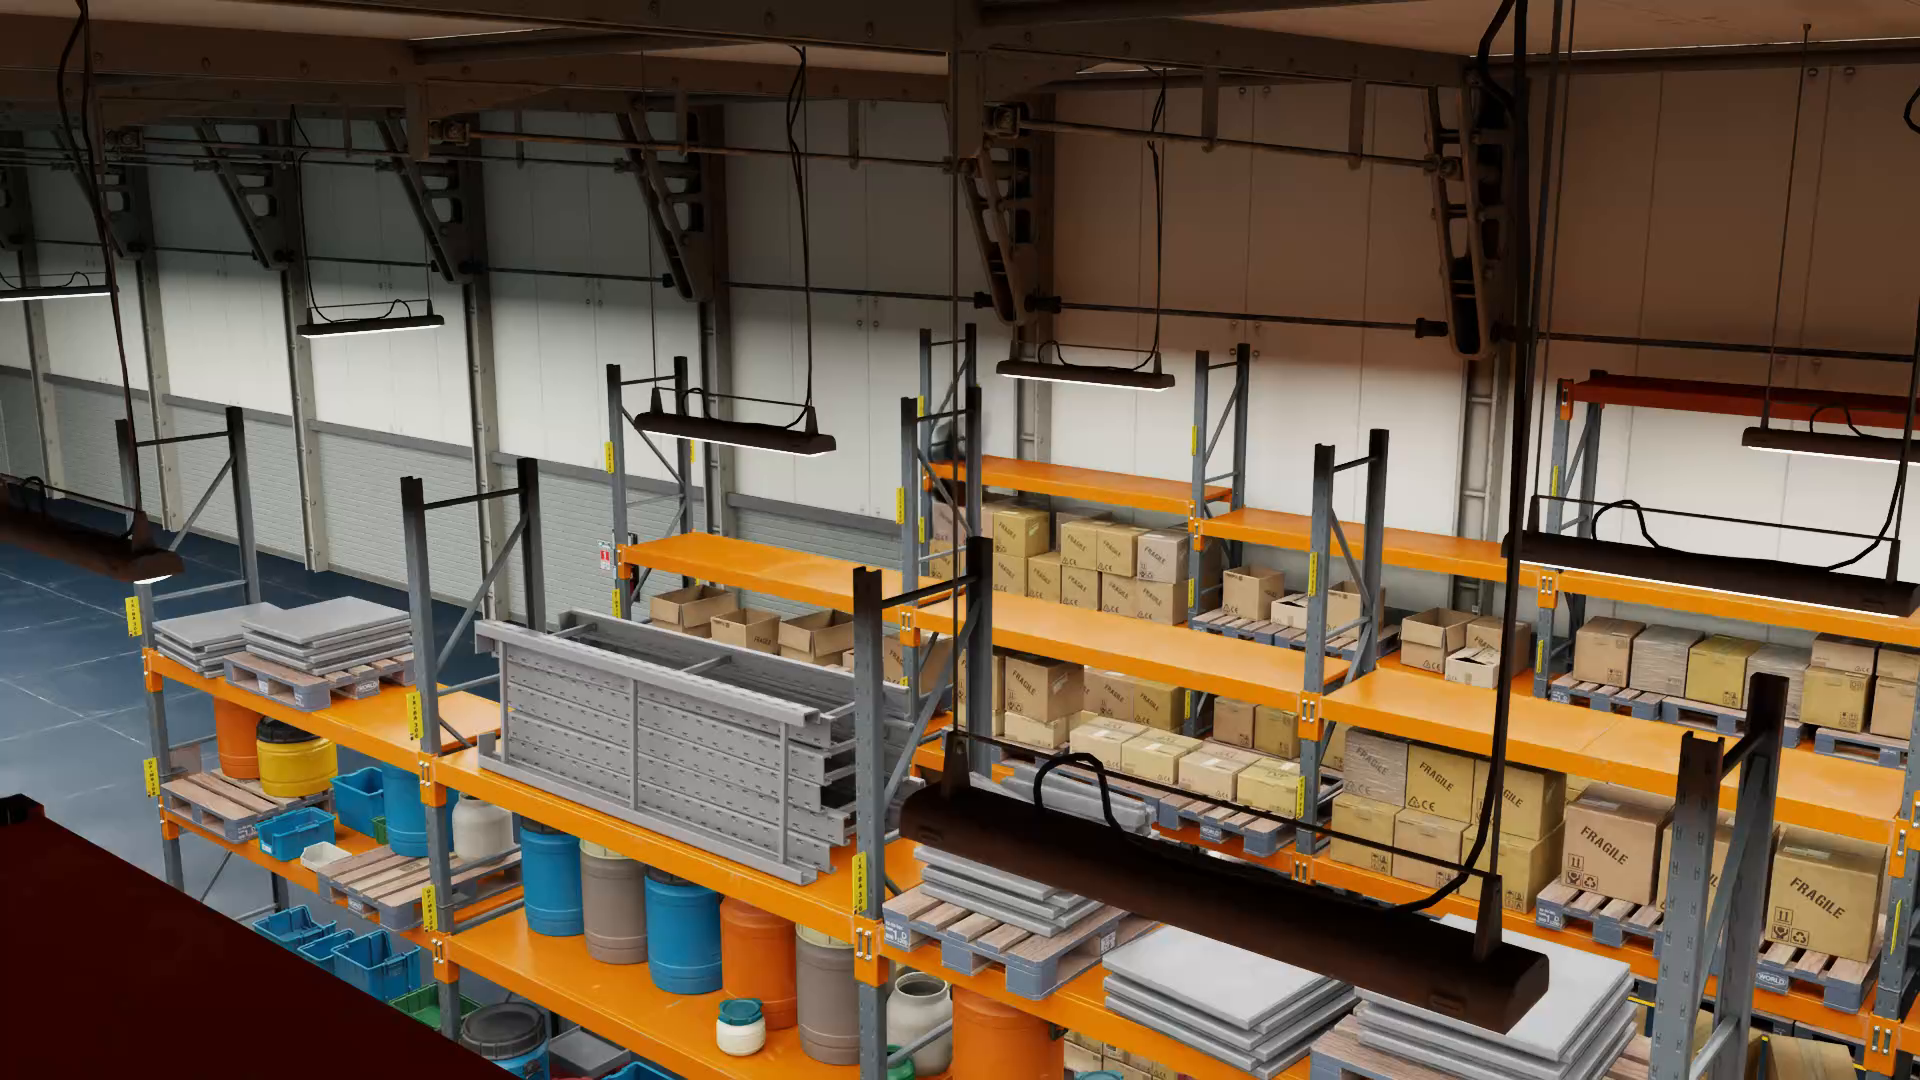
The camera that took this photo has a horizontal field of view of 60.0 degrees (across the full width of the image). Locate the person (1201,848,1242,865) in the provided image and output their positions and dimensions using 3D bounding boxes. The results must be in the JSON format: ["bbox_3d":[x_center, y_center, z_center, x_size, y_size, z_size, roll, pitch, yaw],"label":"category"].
[{"bbox_3d":[2.578,3.552,16.760,0.642,1.655,0.581,9,15,34],"label":"person"}]
